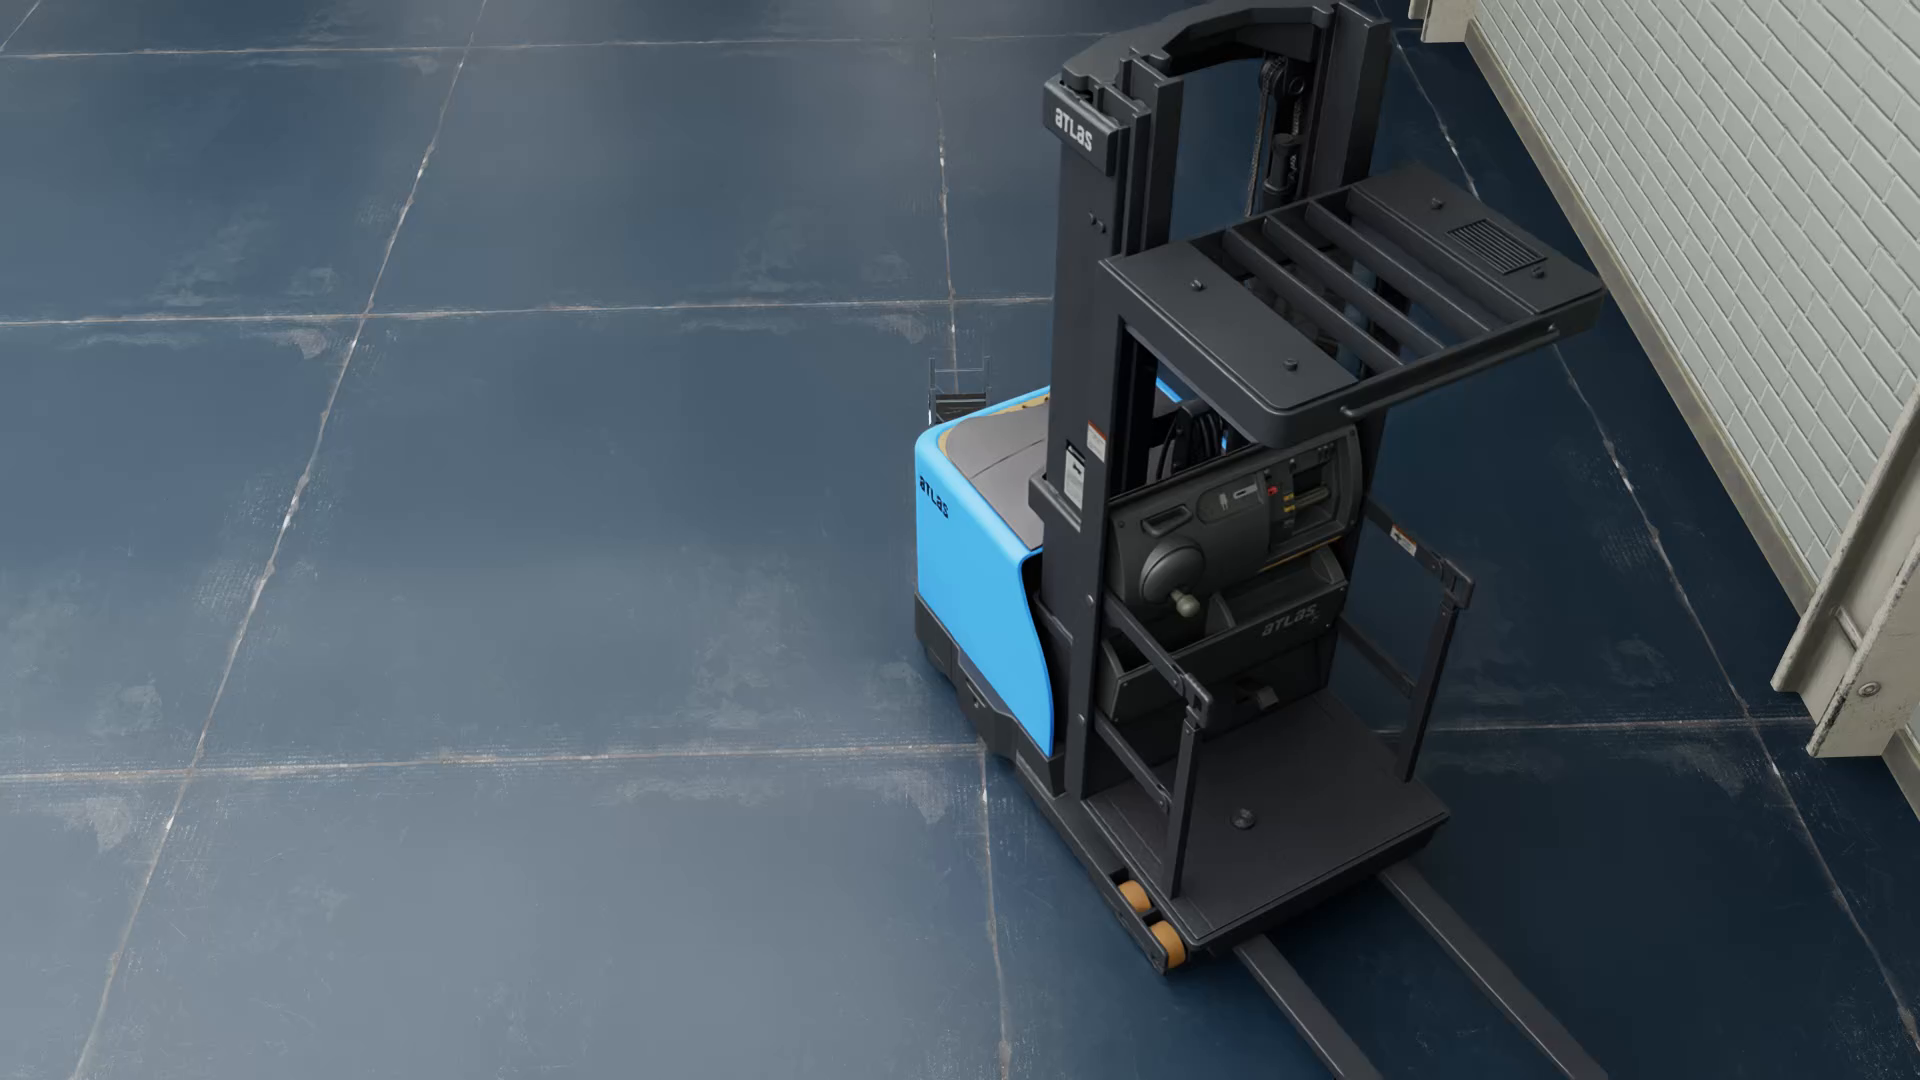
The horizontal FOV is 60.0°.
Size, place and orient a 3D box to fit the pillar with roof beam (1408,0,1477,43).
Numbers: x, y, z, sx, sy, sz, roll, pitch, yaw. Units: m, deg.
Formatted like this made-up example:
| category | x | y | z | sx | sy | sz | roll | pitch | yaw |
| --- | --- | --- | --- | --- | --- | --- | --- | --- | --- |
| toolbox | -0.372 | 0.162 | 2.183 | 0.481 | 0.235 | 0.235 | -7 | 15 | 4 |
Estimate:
| category | x | y | z | sx | sy | sz | roll | pitch | yaw |
| --- | --- | --- | --- | --- | --- | --- | --- | --- | --- |
| pillar with roof beam | -1.162 | -6.553 | 7.739 | 9.100 | 9.000 | 0.400 | -2 | 43 | -2 |

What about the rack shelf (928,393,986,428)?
| category | x | y | z | sx | sy | sz | roll | pitch | yaw |
| --- | --- | --- | --- | --- | --- | --- | --- | --- | --- |
| rack shelf | 0.000 | -0.512 | 6.792 | 0.258 | 0.077 | 0.200 | -2 | 43 | -2 |

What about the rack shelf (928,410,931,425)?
| category | x | y | z | sx | sy | sz | roll | pitch | yaw |
| --- | --- | --- | --- | --- | --- | --- | --- | --- | --- |
| rack shelf | 0.000 | -0.445 | 6.853 | 0.258 | 0.077 | 0.200 | -2 | 43 | -2 |

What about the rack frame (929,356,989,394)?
| category | x | y | z | sx | sy | sz | roll | pitch | yaw |
| --- | --- | --- | --- | --- | --- | --- | --- | --- | --- |
| rack frame | -0.005 | -0.406 | 7.027 | 0.240 | 0.900 | 0.006 | -2 | 43 | -2 |

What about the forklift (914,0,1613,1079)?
| category | x | y | z | sx | sy | sz | roll | pitch | yaw |
| --- | --- | --- | --- | --- | --- | --- | --- | --- | --- |
| forklift | 0.985 | 0.022 | 5.057 | 1.130 | 2.935 | 3.031 | -21 | 47 | -21 |

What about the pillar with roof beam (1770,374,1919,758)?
| category | x | y | z | sx | sy | sz | roll | pitch | yaw |
| --- | --- | --- | --- | --- | --- | --- | --- | --- | --- |
| pillar with roof beam | -0.908 | -2.502 | 3.320 | 9.100 | 9.000 | 0.400 | -2 | 43 | -2 |

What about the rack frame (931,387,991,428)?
| category | x | y | z | sx | sy | sz | roll | pitch | yaw |
| --- | --- | --- | --- | --- | --- | --- | --- | --- | --- |
| rack frame | 0.004 | -0.269 | 6.877 | 0.240 | 0.900 | 0.006 | -2 | 43 | -2 |

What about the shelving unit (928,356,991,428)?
| category | x | y | z | sx | sy | sz | roll | pitch | yaw |
| --- | --- | --- | --- | --- | --- | --- | --- | --- | --- |
| shelving unit | 0.000 | -0.337 | 6.952 | 0.258 | 0.900 | 0.210 | -2 | 43 | -2 |
